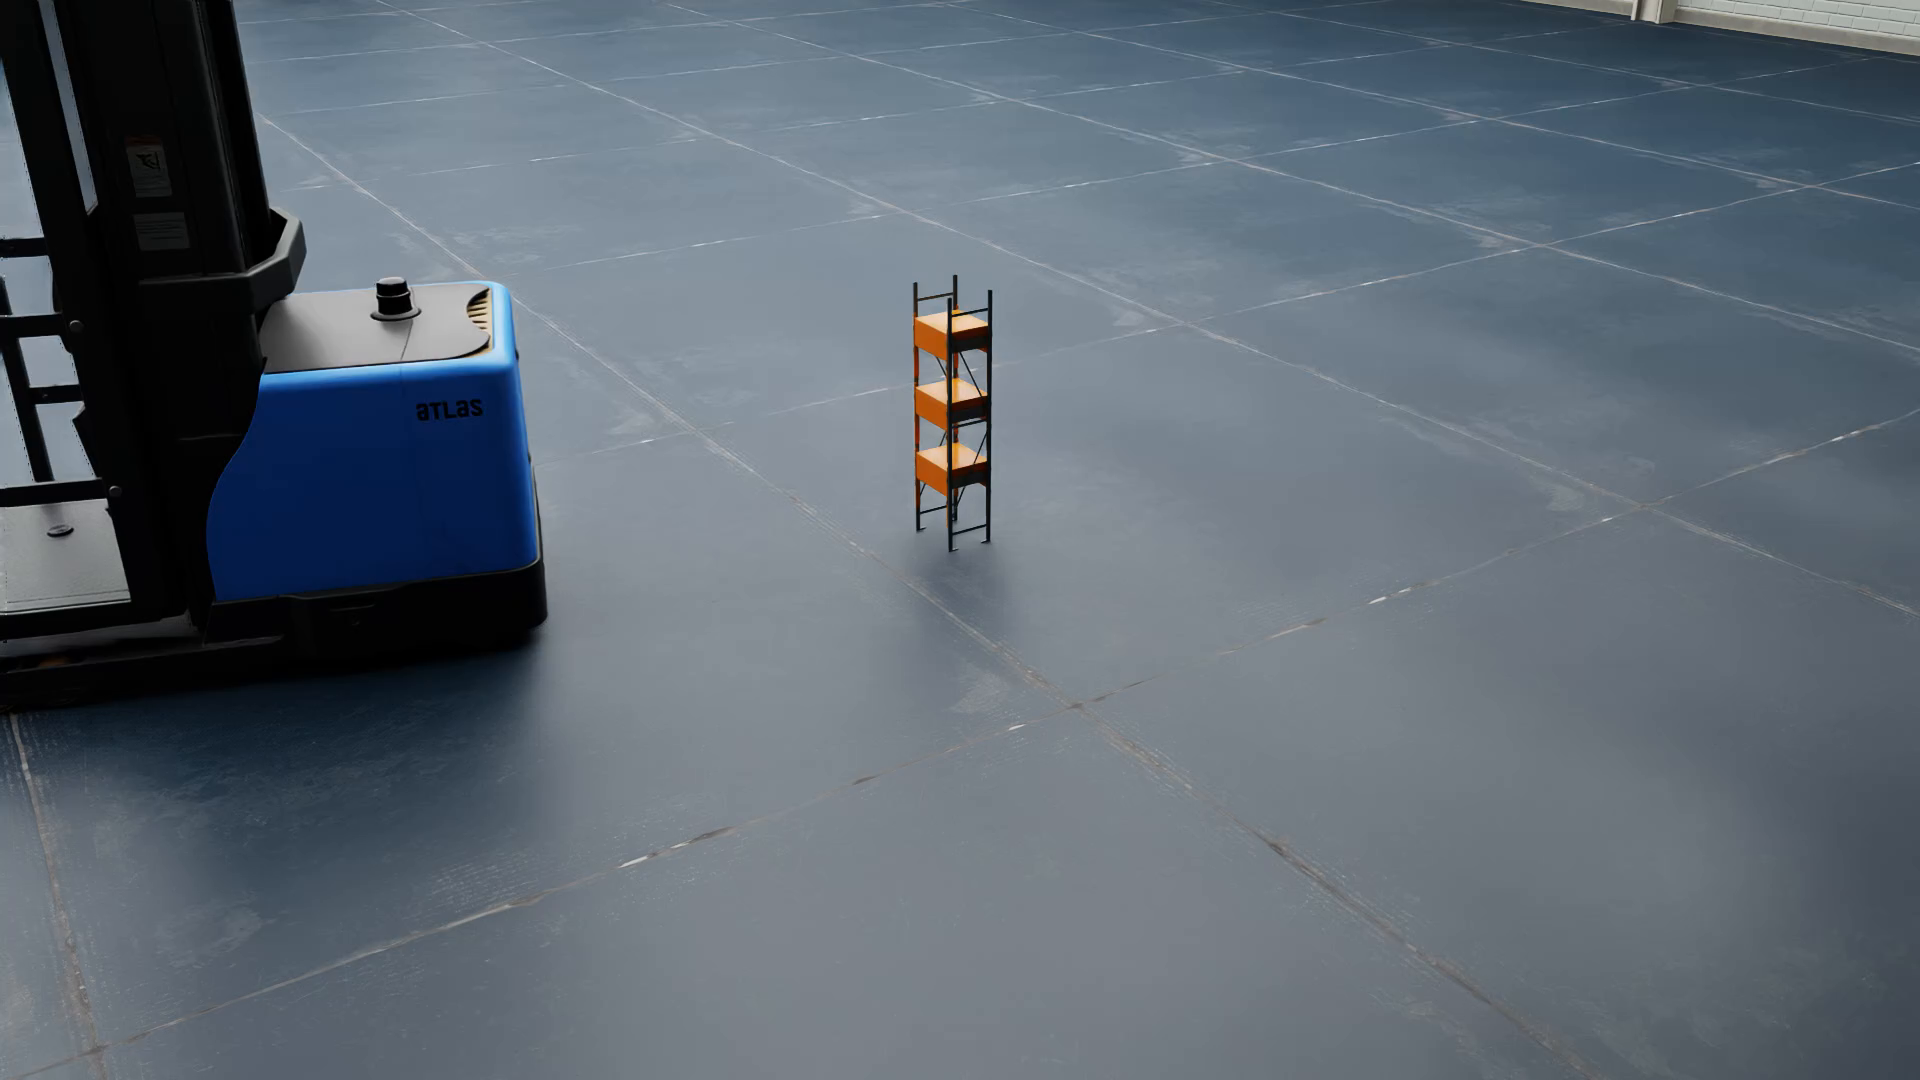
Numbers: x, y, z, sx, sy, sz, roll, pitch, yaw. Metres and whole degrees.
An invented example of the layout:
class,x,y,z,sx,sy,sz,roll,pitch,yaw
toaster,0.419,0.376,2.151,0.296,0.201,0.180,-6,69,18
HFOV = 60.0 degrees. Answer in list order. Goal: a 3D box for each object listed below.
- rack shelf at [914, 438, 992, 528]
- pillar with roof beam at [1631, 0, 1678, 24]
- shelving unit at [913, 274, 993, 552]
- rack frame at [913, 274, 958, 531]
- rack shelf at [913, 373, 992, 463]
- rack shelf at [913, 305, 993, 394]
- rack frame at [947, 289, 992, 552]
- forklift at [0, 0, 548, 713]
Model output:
class,x,y,z,sx,sy,sz,roll,pitch,yaw
rack shelf,-0.029,-0.233,6.690,0.215,0.259,0.240,-16,29,-30
pillar with roof beam,4.704,-9.299,15.908,9.100,9.000,0.400,-16,29,-30
shelving unit,-0.029,-0.494,6.566,0.215,1.050,0.252,-16,29,-30
rack frame,-0.096,-0.538,6.659,0.200,1.050,0.008,-16,29,-30
rack shelf,-0.029,-0.484,6.571,0.215,0.259,0.240,-16,29,-30
rack shelf,-0.029,-0.741,6.450,0.215,0.259,0.240,-16,29,-30
rack frame,0.037,-0.450,6.474,0.200,1.050,0.008,-16,29,-30
forklift,-3.062,-0.999,5.433,3.031,2.935,1.130,-6,26,-13
